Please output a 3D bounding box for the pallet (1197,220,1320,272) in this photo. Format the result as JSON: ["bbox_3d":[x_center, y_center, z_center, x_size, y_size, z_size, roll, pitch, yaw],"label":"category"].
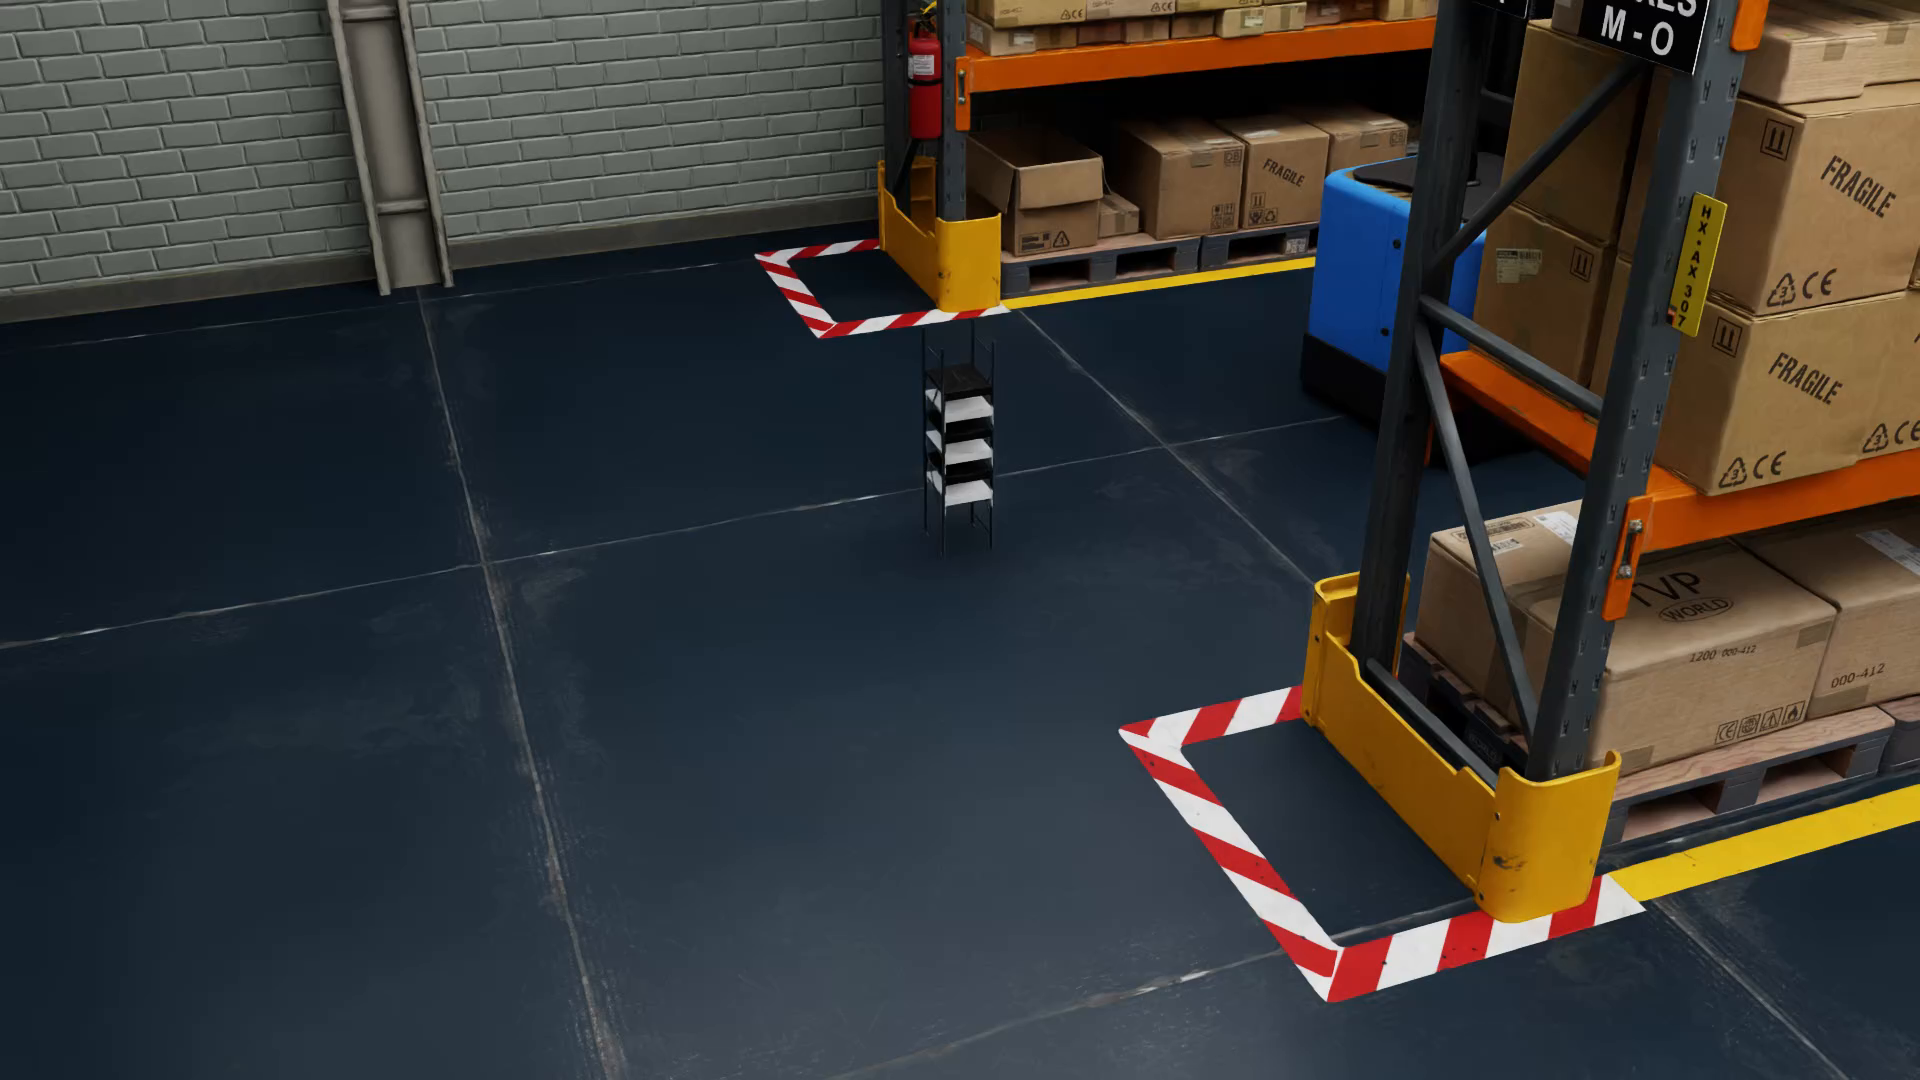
[{"bbox_3d":[1.760,-1.941,9.944,1.213,0.211,1.003,-10,31,-18],"label":"pallet"}]

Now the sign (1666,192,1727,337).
[{"bbox_3d":[1.722,-0.643,3.893,0.005,0.325,0.100,-10,31,-18],"label":"sign"}]

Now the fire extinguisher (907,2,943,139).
[{"bbox_3d":[-0.177,-2.357,8.312,0.183,0.674,0.296,-10,31,-18],"label":"fire extinguisher"}]

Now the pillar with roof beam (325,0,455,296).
[{"bbox_3d":[-1.540,-3.355,3.548,0.400,9.000,9.100,-10,31,-18],"label":"pillar with roof beam"}]

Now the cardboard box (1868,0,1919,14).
[{"bbox_3d":[2.468,-1.253,4.153,0.250,0.149,0.380,-9,31,-16],"label":"cardboard box"}]

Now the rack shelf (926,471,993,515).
[{"bbox_3d":[-0.008,-0.204,6.630,0.200,0.077,0.258,-10,31,-18],"label":"rack shelf"}]

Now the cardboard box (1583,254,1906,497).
[{"bbox_3d":[2.084,-0.484,4.468,0.500,0.500,0.500,-11,31,-18],"label":"cardboard box"}]

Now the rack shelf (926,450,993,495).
[{"bbox_3d":[-0.008,-0.282,6.586,0.200,0.077,0.258,-10,31,-18],"label":"rack shelf"}]

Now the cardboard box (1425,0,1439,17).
[{"bbox_3d":[2.611,-3.058,9.341,0.250,0.149,0.380,-10,31,-16],"label":"cardboard box"}]

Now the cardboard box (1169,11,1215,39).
[{"bbox_3d":[1.166,-2.804,8.895,0.250,0.149,0.380,-10,31,-17],"label":"cardboard box"}]

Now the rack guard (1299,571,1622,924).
[{"bbox_3d":[1.512,0.600,5.192,0.348,0.500,1.175,-10,31,-18],"label":"rack guard"}]

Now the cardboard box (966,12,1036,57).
[{"bbox_3d":[0.204,-2.613,8.560,0.250,0.149,0.380,-11,31,-18],"label":"cardboard box"}]

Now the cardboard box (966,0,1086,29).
[{"bbox_3d":[0.319,-2.810,8.504,0.500,0.250,0.500,-10,31,-17],"label":"cardboard box"}]

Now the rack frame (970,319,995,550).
[{"bbox_3d":[0.088,-0.407,6.556,0.006,0.900,0.240,-10,31,-18],"label":"rack frame"}]

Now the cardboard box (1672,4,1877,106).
[{"bbox_3d":[1.964,-1.183,4.030,0.250,0.149,0.380,-10,31,-17],"label":"cardboard box"}]

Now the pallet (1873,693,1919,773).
[{"bbox_3d":[3.398,0.338,5.944,1.213,0.211,1.003,-10,31,-18],"label":"pallet"}]

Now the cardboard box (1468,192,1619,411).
[{"bbox_3d":[1.894,-0.740,4.918,0.500,0.500,0.500,-10,31,-17],"label":"cardboard box"}]

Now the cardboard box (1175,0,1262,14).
[{"bbox_3d":[1.266,-2.986,8.813,0.500,0.250,0.500,-11,31,-19],"label":"cardboard box"}]

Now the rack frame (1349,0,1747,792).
[{"bbox_3d":[1.534,-0.491,4.581,0.127,3.000,1.000,-10,31,-18],"label":"rack frame"}]

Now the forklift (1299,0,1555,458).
[{"bbox_3d":[3.168,-2.151,7.565,3.031,2.935,1.130,-15,33,-25],"label":"forklift"}]

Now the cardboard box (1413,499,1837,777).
[{"bbox_3d":[2.118,0.280,5.393,0.875,0.438,0.875,-12,32,-19],"label":"cardboard box"}]

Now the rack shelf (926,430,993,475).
[{"bbox_3d":[-0.008,-0.361,6.541,0.200,0.077,0.258,-10,31,-18],"label":"rack shelf"}]

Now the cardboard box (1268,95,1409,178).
[{"bbox_3d":[2.194,-2.260,9.787,0.500,0.500,0.700,-12,32,-19],"label":"cardboard box"}]

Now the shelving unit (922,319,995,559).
[{"bbox_3d":[-0.008,-0.390,6.525,0.210,0.900,0.258,-10,31,-18],"label":"shelving unit"}]

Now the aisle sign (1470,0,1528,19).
[{"bbox_3d":[1.359,-1.752,4.168,0.004,0.787,0.394,-10,31,-18],"label":"aisle sign"}]

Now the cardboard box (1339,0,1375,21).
[{"bbox_3d":[2.101,-3.008,9.254,0.250,0.149,0.380,-10,31,-17],"label":"cardboard box"}]

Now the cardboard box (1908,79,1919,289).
[{"bbox_3d":[2.565,-1.012,4.384,0.500,0.500,0.500,-11,32,-19],"label":"cardboard box"}]

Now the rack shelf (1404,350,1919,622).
[{"bbox_3d":[3.409,-0.523,5.365,4.000,0.370,1.077,-10,31,-18],"label":"rack shelf"}]

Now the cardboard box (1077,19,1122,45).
[{"bbox_3d":[0.660,-2.740,8.783,0.250,0.149,0.380,-11,31,-18],"label":"cardboard box"}]

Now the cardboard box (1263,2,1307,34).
[{"bbox_3d":[1.668,-2.867,9.007,0.250,0.149,0.380,-10,31,-16],"label":"cardboard box"}]

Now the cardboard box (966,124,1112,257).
[{"bbox_3d":[0.406,-1.952,9.244,0.637,0.503,0.797,-12,32,-20],"label":"cardboard box"}]

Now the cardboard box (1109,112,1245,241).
[{"bbox_3d":[1.221,-2.080,9.472,0.500,0.500,0.700,-9,31,-16],"label":"cardboard box"}]
